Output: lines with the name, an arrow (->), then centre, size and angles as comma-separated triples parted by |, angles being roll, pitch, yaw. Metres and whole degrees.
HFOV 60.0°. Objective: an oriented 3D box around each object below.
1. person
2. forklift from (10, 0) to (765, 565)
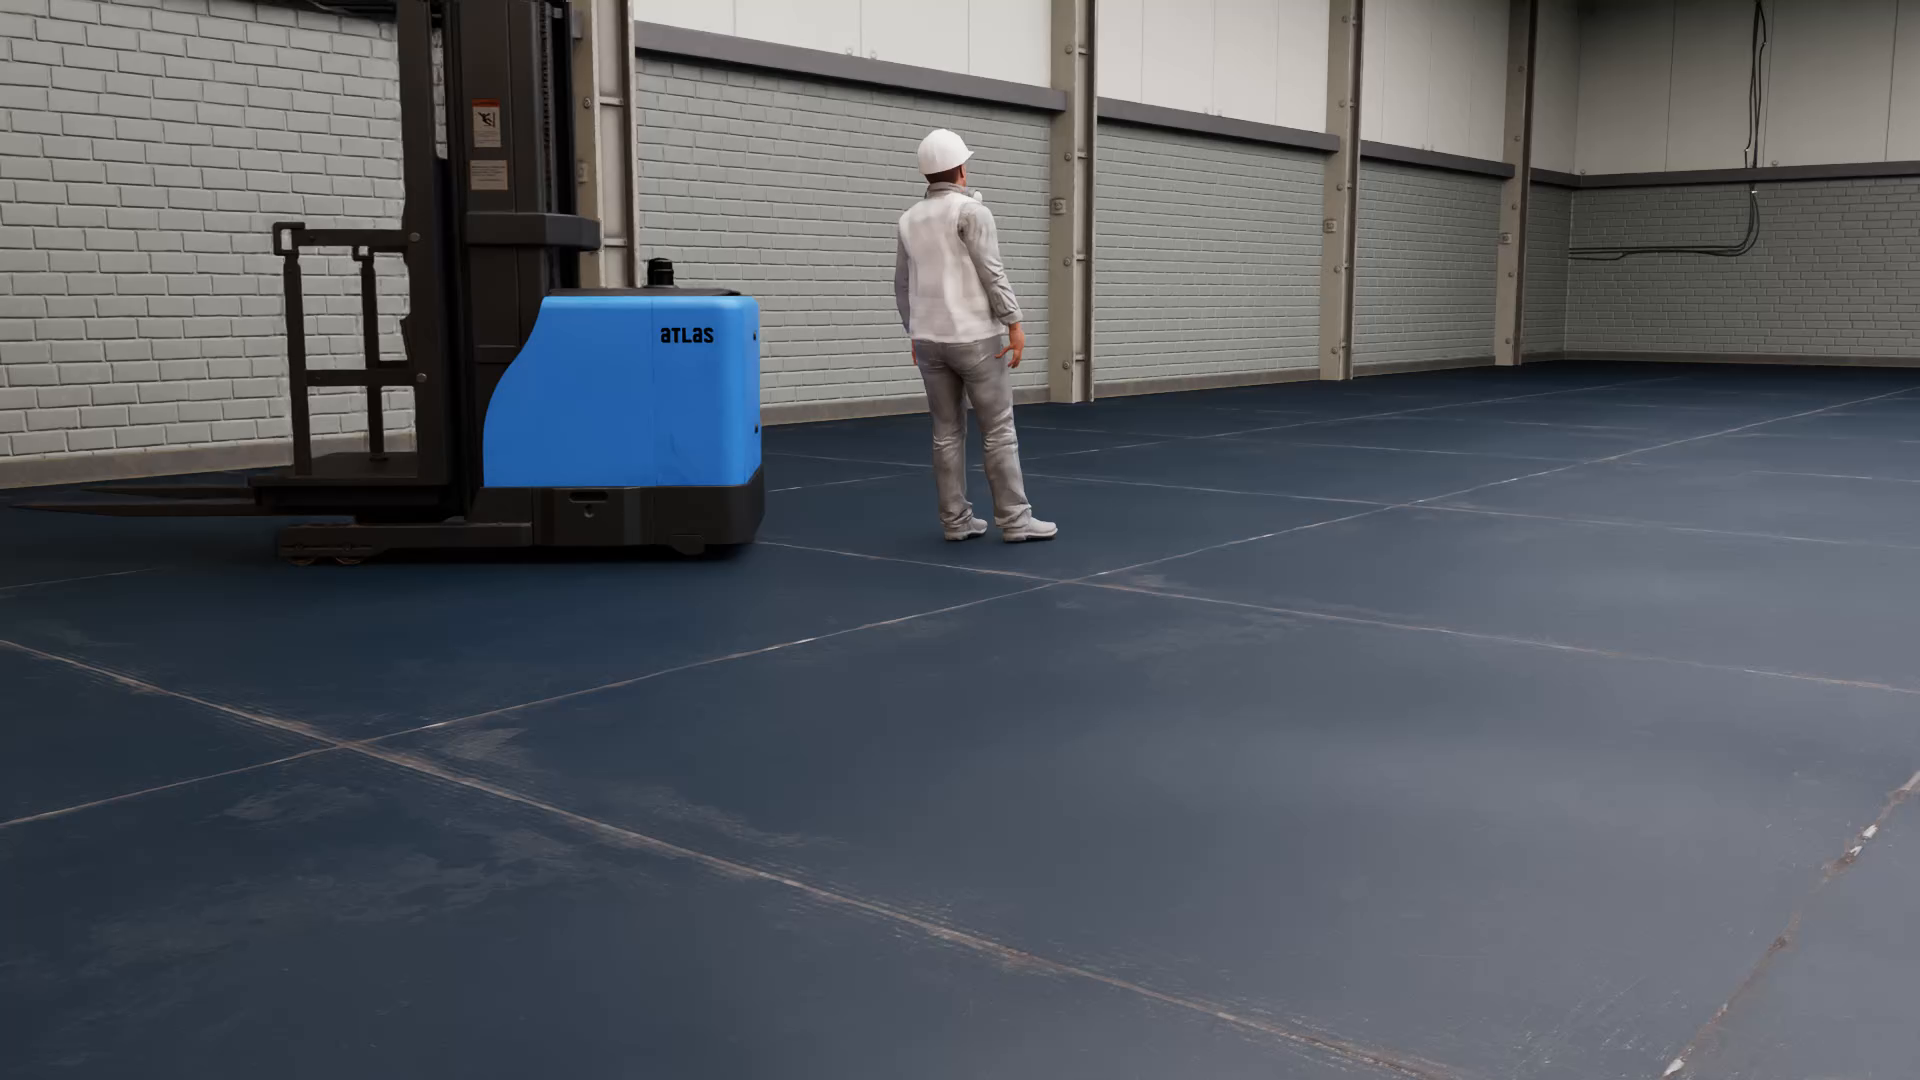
person -> 0.045, -0.891, 7.319 | 0.633, 1.775, 0.566 | 7, 11, 38
forklift -> -2.399, -1.426, 7.030 | 3.031, 2.935, 1.130 | 0, 8, -3
